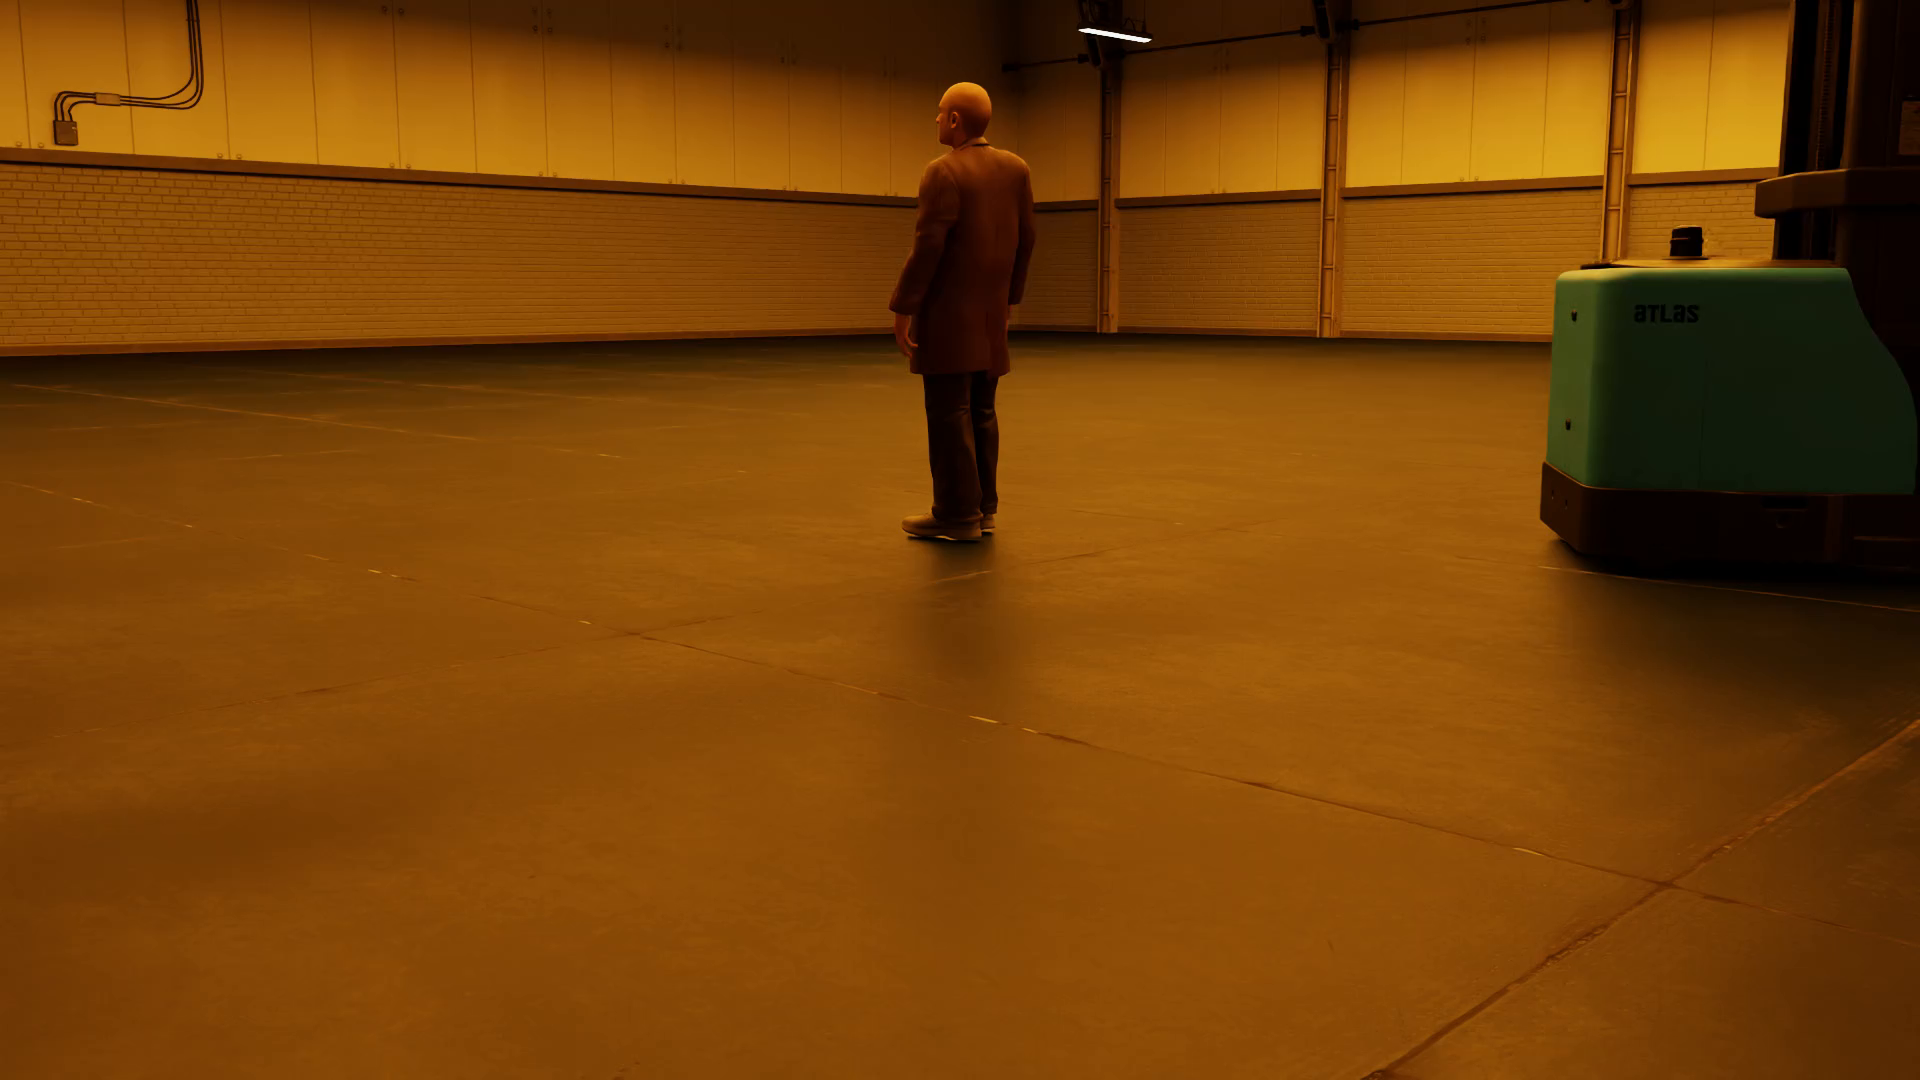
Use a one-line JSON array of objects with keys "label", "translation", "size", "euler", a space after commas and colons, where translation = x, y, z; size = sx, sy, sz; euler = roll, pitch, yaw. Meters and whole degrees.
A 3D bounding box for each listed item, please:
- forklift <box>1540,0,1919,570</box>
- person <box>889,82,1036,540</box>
[{"label": "forklift", "translation": [3.780, -1.358, 5.894], "size": [3.031, 2.935, 1.130], "euler": [2, 9, 10]}, {"label": "person", "translation": [-0.063, -0.896, 6.650], "size": [0.579, 1.777, 0.698], "euler": [8, 12, 43]}]
